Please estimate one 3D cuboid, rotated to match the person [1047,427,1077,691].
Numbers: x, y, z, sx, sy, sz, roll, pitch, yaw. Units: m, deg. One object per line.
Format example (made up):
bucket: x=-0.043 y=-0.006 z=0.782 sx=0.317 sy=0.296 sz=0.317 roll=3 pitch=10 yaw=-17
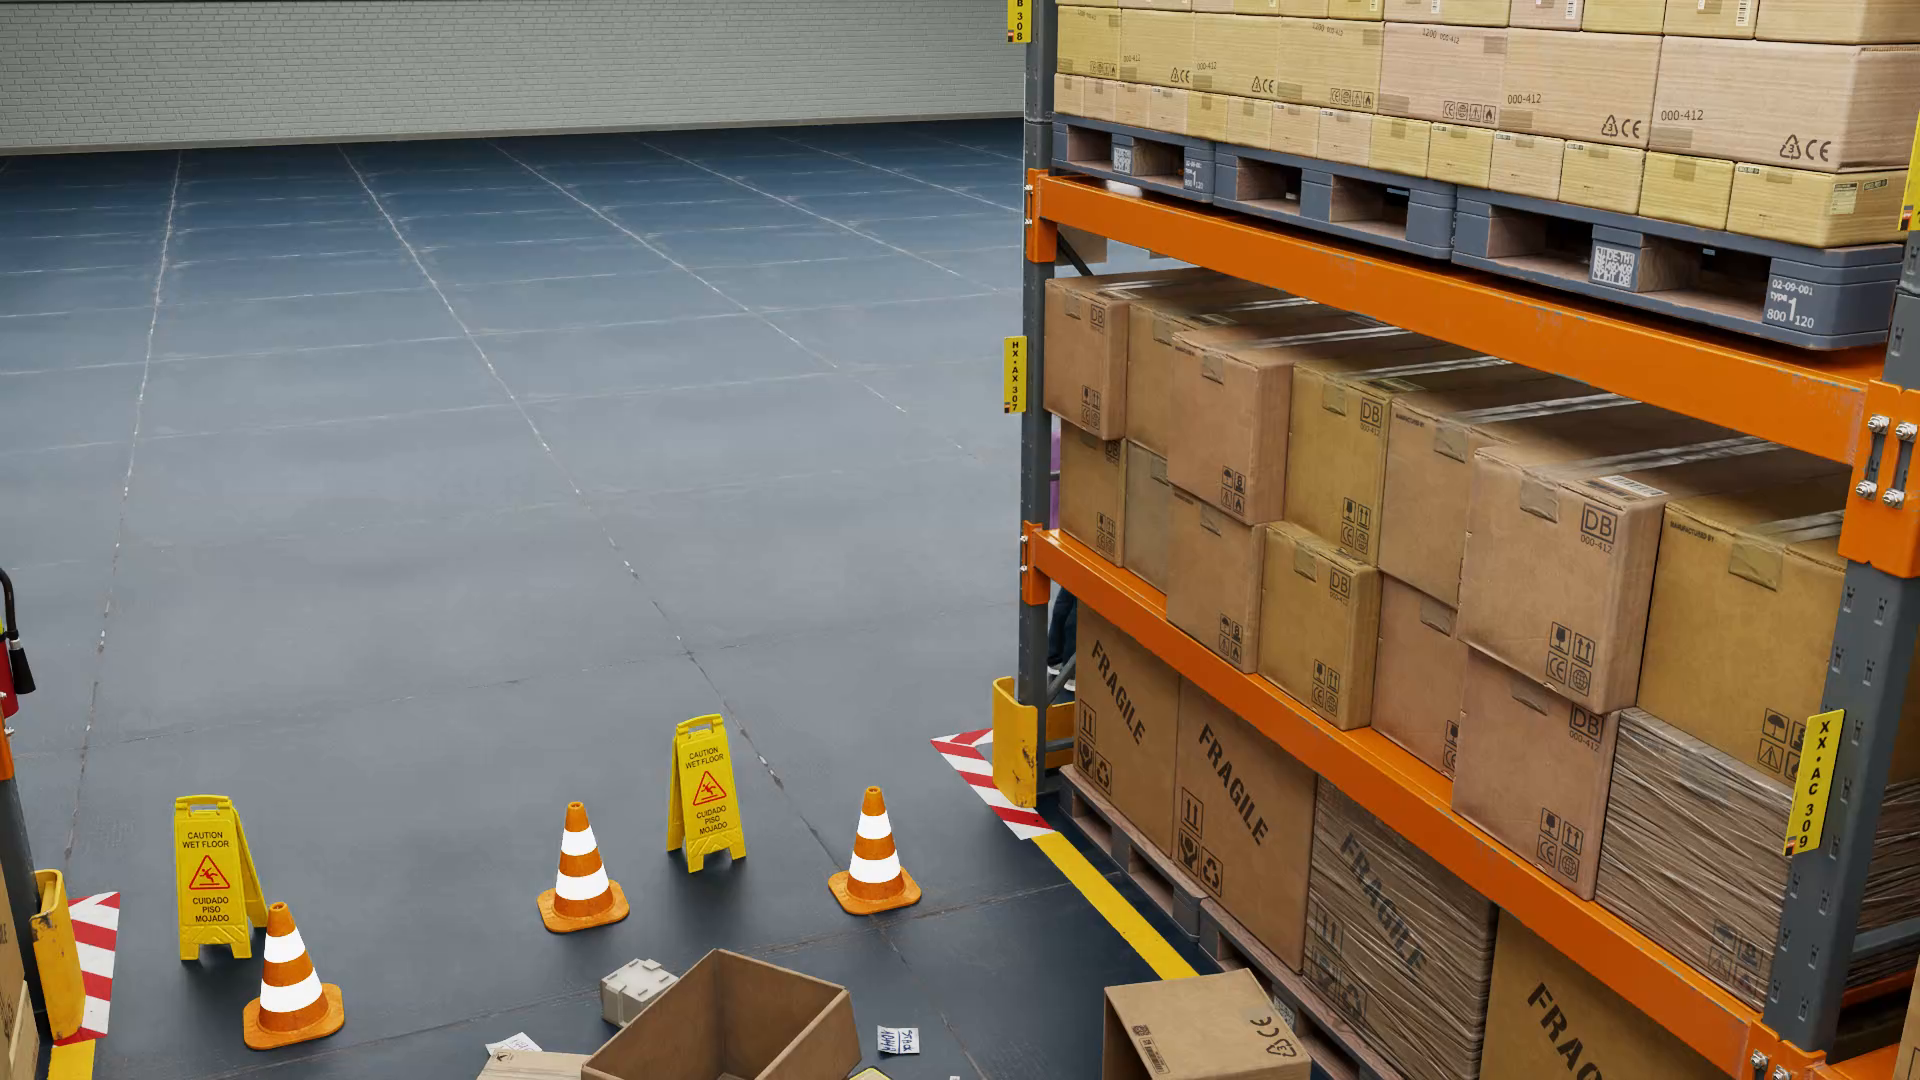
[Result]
person: x=0.596 y=-0.014 z=8.623 sx=0.344 sy=1.593 sz=0.484 roll=-7 pitch=20 yaw=-20
